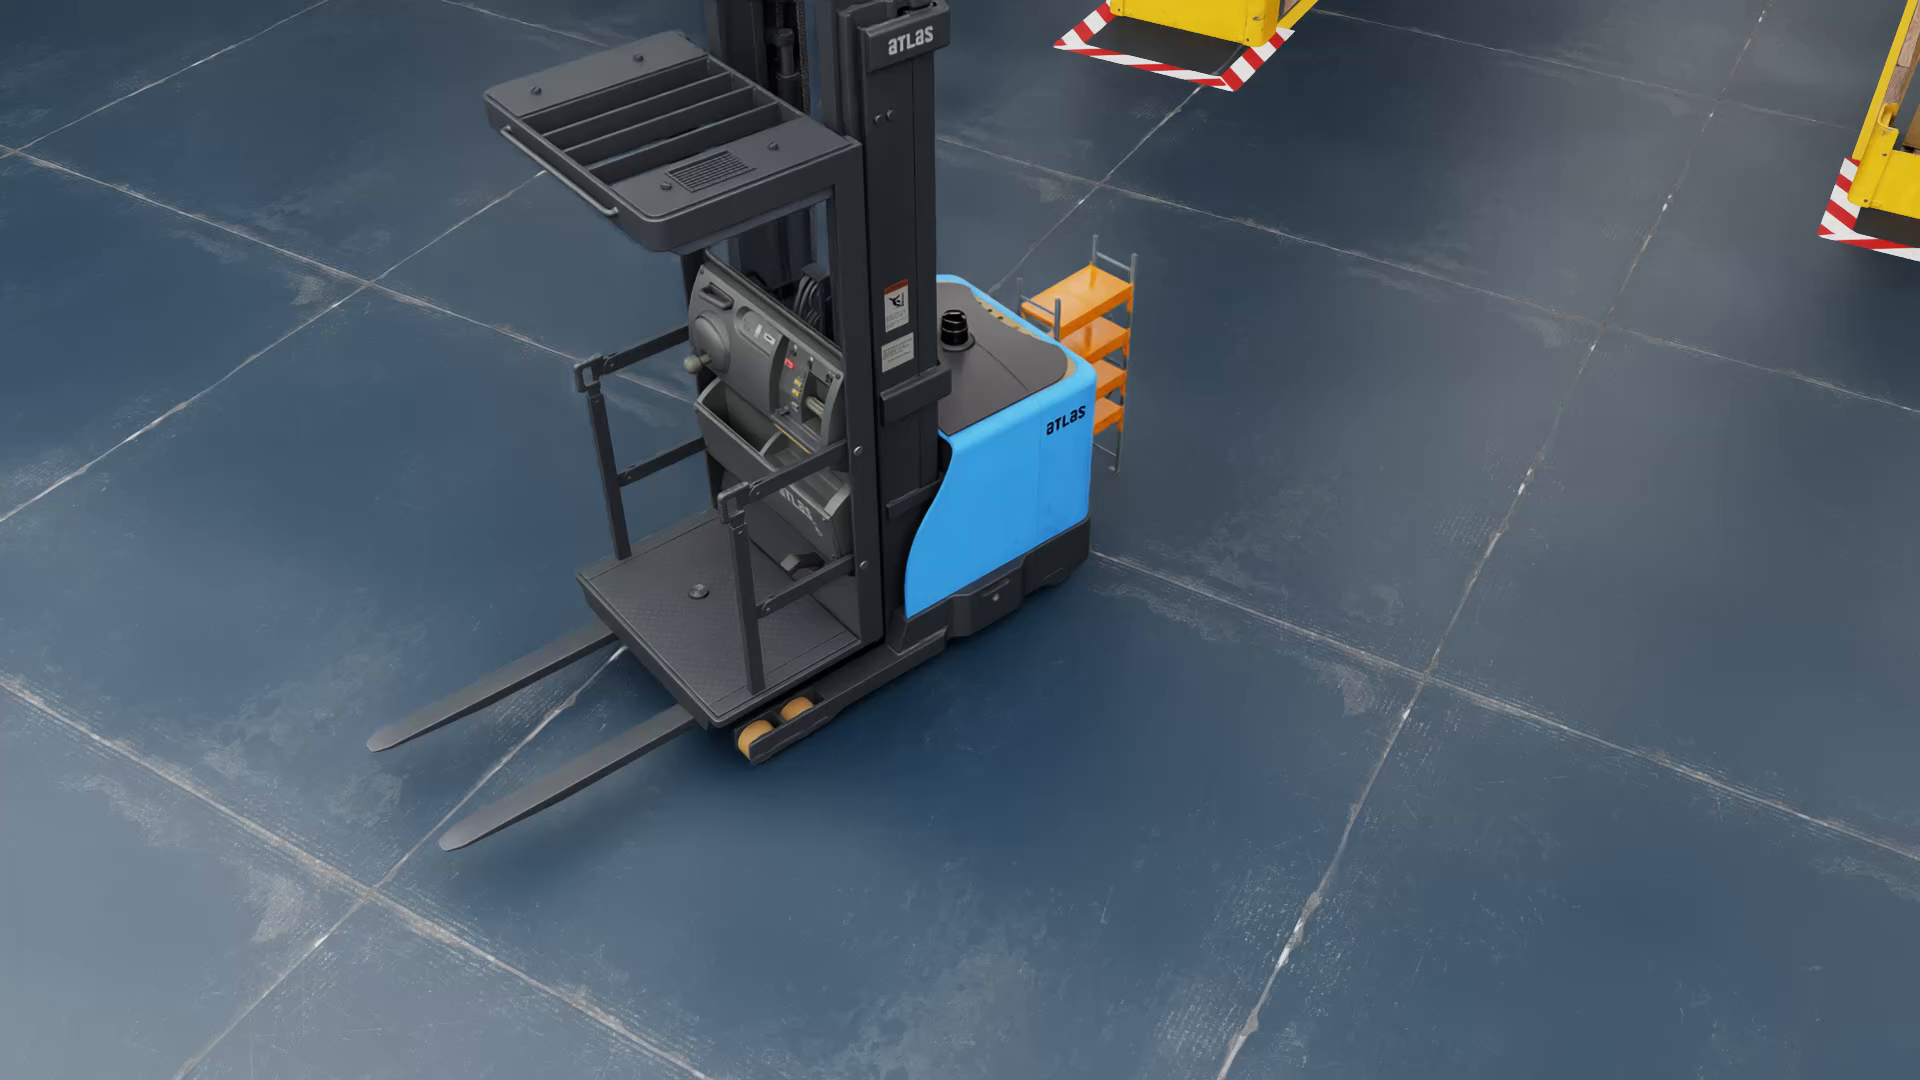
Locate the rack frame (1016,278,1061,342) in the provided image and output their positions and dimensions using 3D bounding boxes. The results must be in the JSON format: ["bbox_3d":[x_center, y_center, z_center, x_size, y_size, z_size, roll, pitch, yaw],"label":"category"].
[{"bbox_3d":[0.329,-0.597,7.336,0.240,1.200,0.015,33,51,32],"label":"rack frame"}]

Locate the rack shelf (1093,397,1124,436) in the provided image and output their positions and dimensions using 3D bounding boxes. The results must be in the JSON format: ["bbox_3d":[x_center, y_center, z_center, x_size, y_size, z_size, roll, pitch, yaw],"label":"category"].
[{"bbox_3d":[0.500,-0.512,7.642,0.258,0.148,0.480,33,51,32],"label":"rack shelf"}]

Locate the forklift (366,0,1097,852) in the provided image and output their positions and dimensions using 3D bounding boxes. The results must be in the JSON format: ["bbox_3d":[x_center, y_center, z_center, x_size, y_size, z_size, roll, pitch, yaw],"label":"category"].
[{"bbox_3d":[-0.888,-0.620,6.052,3.031,2.935,1.130,-28,49,-28],"label":"forklift"}]

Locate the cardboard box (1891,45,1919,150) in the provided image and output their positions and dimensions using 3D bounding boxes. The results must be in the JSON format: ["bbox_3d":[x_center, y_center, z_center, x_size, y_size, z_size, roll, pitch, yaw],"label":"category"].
[{"bbox_3d":[6.122,-2.810,9.776,0.875,0.875,0.875,21,46,22],"label":"cardboard box"}]

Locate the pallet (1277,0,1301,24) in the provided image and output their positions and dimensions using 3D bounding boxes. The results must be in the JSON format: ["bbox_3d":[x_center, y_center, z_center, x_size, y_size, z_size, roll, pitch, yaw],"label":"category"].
[{"bbox_3d":[2.072,-4.188,12.162,1.003,0.211,1.213,21,45,22],"label":"pallet"}]

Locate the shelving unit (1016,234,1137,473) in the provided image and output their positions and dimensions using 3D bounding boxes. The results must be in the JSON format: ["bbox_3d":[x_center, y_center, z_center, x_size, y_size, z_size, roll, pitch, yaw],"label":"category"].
[{"bbox_3d":[0.500,-0.712,7.466,0.258,1.200,0.503,33,51,32],"label":"shelving unit"}]

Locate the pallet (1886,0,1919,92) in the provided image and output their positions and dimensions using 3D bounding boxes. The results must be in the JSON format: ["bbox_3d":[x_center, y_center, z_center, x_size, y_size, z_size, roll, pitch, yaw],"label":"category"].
[{"bbox_3d":[6.784,-3.172,11.008,1.003,0.211,1.213,21,45,22],"label":"pallet"}]

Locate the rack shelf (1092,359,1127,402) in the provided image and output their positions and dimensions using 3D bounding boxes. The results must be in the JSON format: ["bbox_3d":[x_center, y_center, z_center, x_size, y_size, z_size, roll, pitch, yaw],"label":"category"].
[{"bbox_3d":[0.500,-0.661,7.511,0.258,0.148,0.480,33,51,32],"label":"rack shelf"}]

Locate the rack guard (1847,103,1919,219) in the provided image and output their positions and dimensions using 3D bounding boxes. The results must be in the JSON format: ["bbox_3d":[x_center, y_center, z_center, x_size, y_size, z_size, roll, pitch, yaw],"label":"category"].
[{"bbox_3d":[5.828,-2.088,9.558,1.175,0.500,0.348,21,45,22],"label":"rack guard"}]

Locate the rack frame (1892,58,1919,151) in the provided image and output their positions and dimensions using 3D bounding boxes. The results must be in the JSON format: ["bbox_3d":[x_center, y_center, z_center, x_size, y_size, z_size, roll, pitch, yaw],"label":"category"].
[{"bbox_3d":[5.840,-3.040,8.748,1.000,3.000,0.127,21,45,22],"label":"rack frame"}]

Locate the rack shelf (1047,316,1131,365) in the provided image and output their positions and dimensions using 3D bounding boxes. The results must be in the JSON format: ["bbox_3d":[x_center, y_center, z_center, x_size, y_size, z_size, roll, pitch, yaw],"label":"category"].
[{"bbox_3d":[0.500,-0.829,7.363,0.258,0.148,0.480,33,51,32],"label":"rack shelf"}]

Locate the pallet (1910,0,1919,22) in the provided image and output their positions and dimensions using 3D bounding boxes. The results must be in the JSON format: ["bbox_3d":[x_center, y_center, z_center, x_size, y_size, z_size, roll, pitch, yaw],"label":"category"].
[{"bbox_3d":[7.393,-3.873,11.804,1.003,0.211,1.213,21,45,22],"label":"pallet"}]

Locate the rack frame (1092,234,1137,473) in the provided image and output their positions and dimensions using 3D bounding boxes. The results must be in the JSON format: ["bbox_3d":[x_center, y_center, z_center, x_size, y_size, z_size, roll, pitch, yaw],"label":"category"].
[{"bbox_3d":[0.672,-0.827,7.596,0.240,1.200,0.015,33,51,32],"label":"rack frame"}]

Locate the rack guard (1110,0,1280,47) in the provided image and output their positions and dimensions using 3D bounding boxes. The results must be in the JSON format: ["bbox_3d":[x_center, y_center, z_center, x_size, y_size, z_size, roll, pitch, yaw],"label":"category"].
[{"bbox_3d":[1.634,-3.843,11.551,1.175,0.500,0.348,21,45,22],"label":"rack guard"}]

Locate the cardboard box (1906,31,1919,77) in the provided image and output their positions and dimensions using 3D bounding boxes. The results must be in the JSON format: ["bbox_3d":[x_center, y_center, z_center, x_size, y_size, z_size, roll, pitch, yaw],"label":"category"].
[{"bbox_3d":[6.561,-3.314,10.349,0.875,0.875,0.875,20,45,21],"label":"cardboard box"}]

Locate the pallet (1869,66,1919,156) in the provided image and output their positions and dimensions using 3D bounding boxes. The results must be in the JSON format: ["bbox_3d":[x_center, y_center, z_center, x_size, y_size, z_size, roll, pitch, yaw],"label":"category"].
[{"bbox_3d":[6.172,-2.477,10.218,1.003,0.211,1.213,21,45,22],"label":"pallet"}]

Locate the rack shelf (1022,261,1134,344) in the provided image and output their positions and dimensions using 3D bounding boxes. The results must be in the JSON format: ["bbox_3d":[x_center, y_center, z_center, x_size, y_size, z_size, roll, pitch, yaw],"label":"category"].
[{"bbox_3d":[0.500,-1.007,7.206,0.258,0.148,0.480,33,51,32],"label":"rack shelf"}]
